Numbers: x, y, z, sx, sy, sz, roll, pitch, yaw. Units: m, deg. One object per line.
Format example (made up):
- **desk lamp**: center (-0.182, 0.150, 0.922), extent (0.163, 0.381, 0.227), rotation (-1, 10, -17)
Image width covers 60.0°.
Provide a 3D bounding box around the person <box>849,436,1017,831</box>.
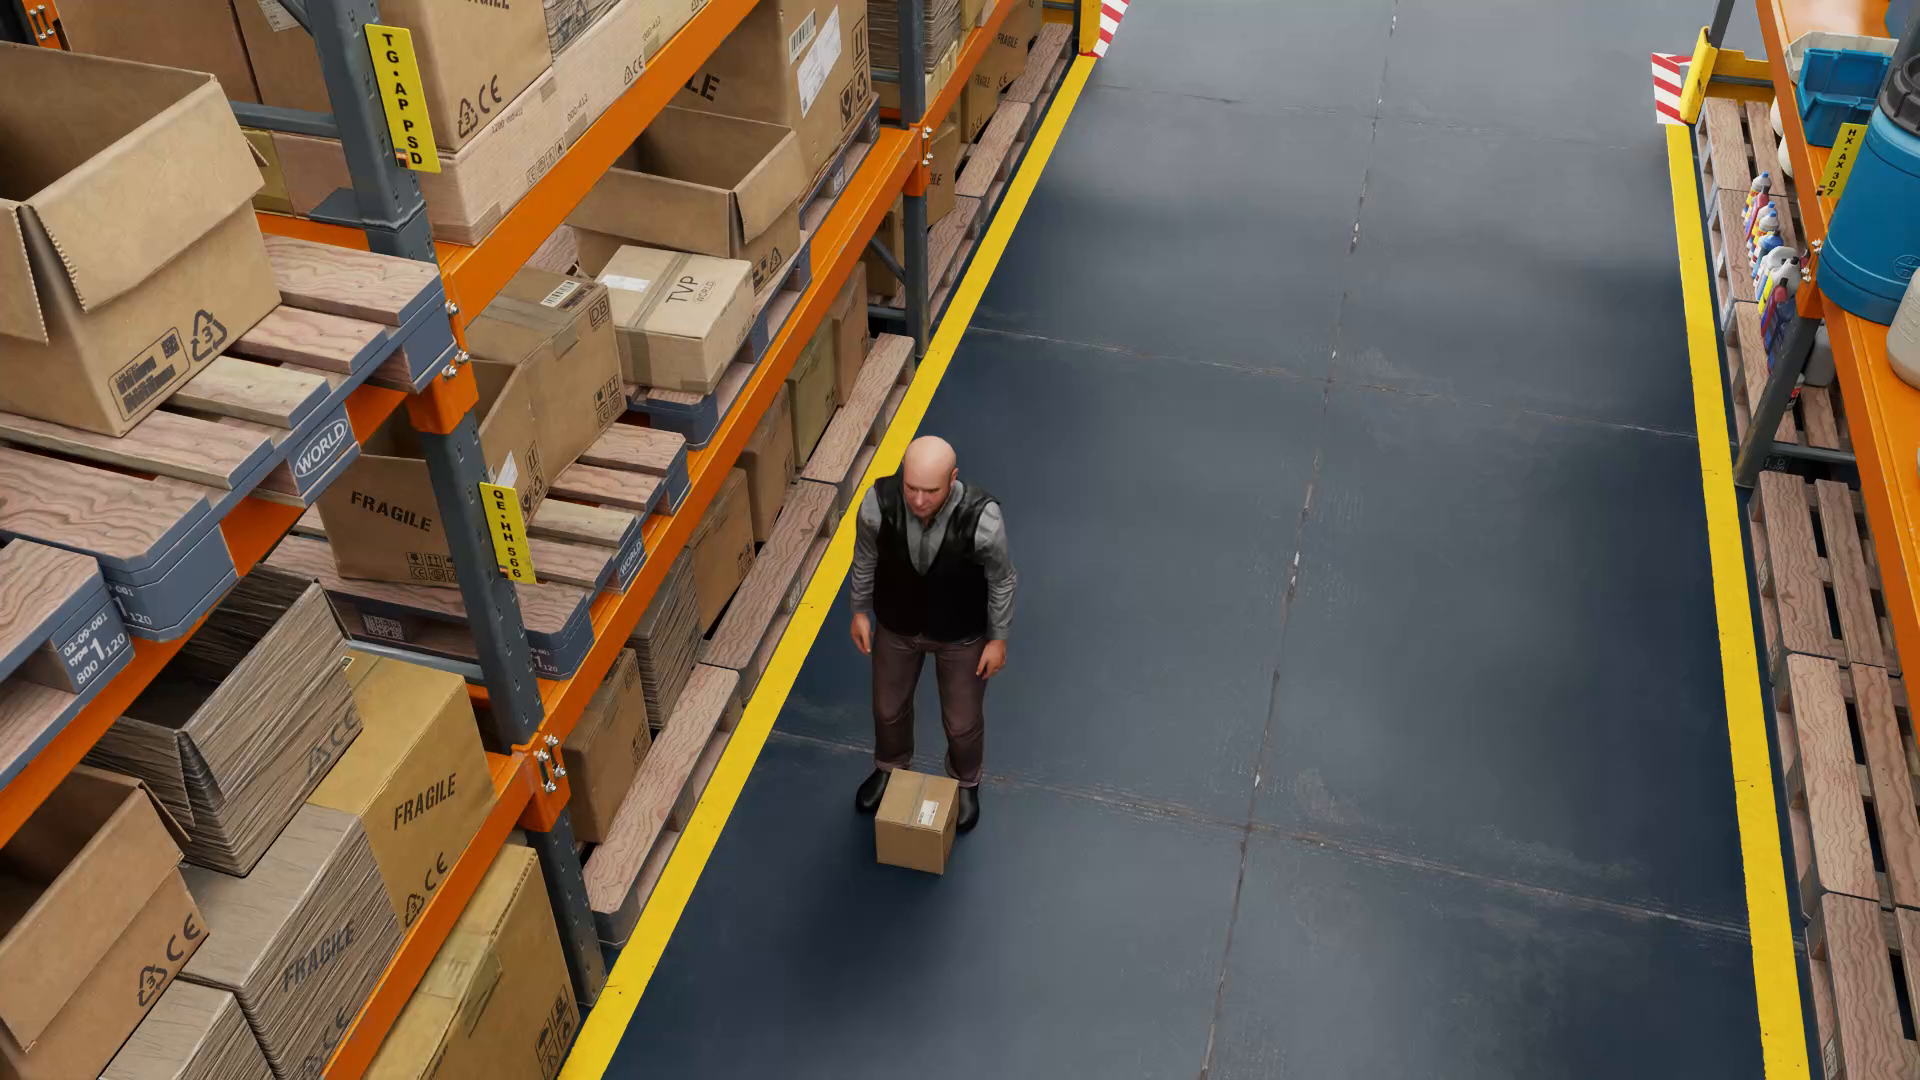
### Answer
- **person**: center (-0.095, 0.297, 5.831), extent (0.580, 1.721, 0.418), rotation (10, 42, 12)
